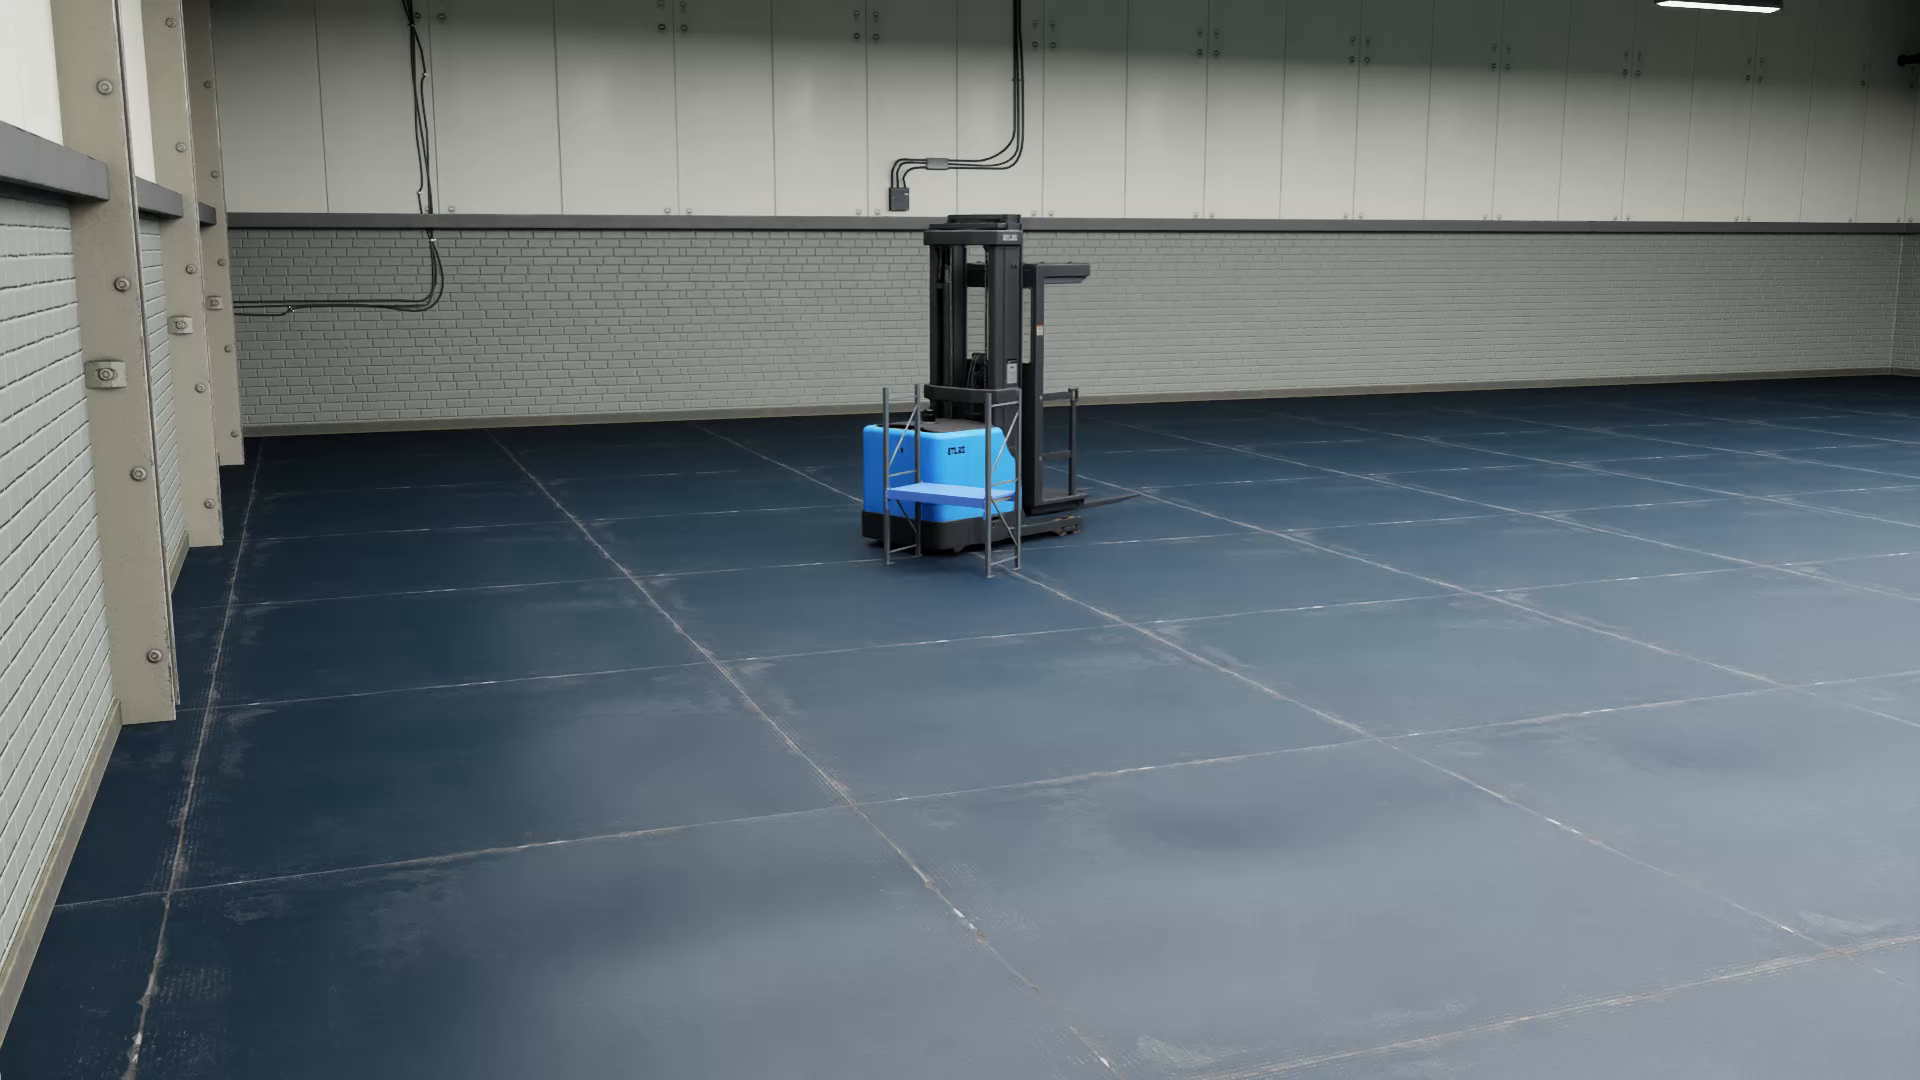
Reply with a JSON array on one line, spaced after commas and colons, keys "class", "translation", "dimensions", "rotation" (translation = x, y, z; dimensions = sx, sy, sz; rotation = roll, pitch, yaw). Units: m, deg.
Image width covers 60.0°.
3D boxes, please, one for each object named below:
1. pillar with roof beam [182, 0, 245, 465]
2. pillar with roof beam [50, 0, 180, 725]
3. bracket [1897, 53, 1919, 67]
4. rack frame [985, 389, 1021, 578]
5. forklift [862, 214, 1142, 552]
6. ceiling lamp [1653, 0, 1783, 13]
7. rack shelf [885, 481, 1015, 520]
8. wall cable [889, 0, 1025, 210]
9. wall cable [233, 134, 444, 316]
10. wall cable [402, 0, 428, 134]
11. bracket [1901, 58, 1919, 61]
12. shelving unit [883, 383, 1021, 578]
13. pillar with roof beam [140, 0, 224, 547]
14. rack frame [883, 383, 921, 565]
[{"class": "pillar with roof beam", "translation": [-5.028, -5.659, 21.370], "dimensions": [9.100, 9.000, 0.400], "rotation": [-4, 11, -21]}, {"class": "pillar with roof beam", "translation": [-0.679, -3.700, 10.358], "dimensions": [9.100, 9.000, 0.400], "rotation": [-4, 11, -21]}, {"class": "bracket", "translation": [18.979, -9.589, 33.186], "dimensions": [0.235, 0.232, 0.430], "rotation": [-4, 11, -21]}, {"class": "rack frame", "translation": [0.353, -0.463, 13.573], "dimensions": [0.032, 1.500, 0.500], "rotation": [7, 12, 33]}, {"class": "forklift", "translation": [0.510, -1.533, 15.500], "dimensions": [1.130, 2.935, 3.031], "rotation": [10, 14, 44]}, {"class": "ceiling lamp", "translation": [10.254, -8.848, 22.627], "dimensions": [2.000, 3.185, 0.800], "rotation": [-4, 11, -21]}, {"class": "rack shelf", "translation": [-0.069, -0.336, 13.883], "dimensions": [1.000, 0.185, 0.538], "rotation": [7, 12, 33]}, {"class": "wall cable", "translation": [-0.021, -8.225, 26.084], "dimensions": [2.305, 6.003, 0.169], "rotation": [-4, 11, -21]}, {"class": "wall cable", "translation": [-8.875, -4.422, 23.281], "dimensions": [3.097, 2.526, 0.112], "rotation": [-4, 11, -21]}, {"class": "wall cable", "translation": [-6.354, -7.080, 23.804], "dimensions": [3.097, 2.526, 0.112], "rotation": [-4, 11, -21]}, {"class": "bracket", "translation": [19.193, -9.493, 32.644], "dimensions": [0.076, 0.066, 3.189], "rotation": [-4, 11, -21]}, {"class": "shelving unit", "translation": [-0.069, -0.513, 13.852], "dimensions": [1.048, 1.500, 0.538], "rotation": [7, 12, 33]}, {"class": "pillar with roof beam", "translation": [-2.854, -4.680, 15.864], "dimensions": [9.100, 9.000, 0.400], "rotation": [-4, 11, -21]}, {"class": "rack frame", "translation": [-0.491, -0.563, 14.130], "dimensions": [0.032, 1.500, 0.500], "rotation": [7, 12, 33]}]
